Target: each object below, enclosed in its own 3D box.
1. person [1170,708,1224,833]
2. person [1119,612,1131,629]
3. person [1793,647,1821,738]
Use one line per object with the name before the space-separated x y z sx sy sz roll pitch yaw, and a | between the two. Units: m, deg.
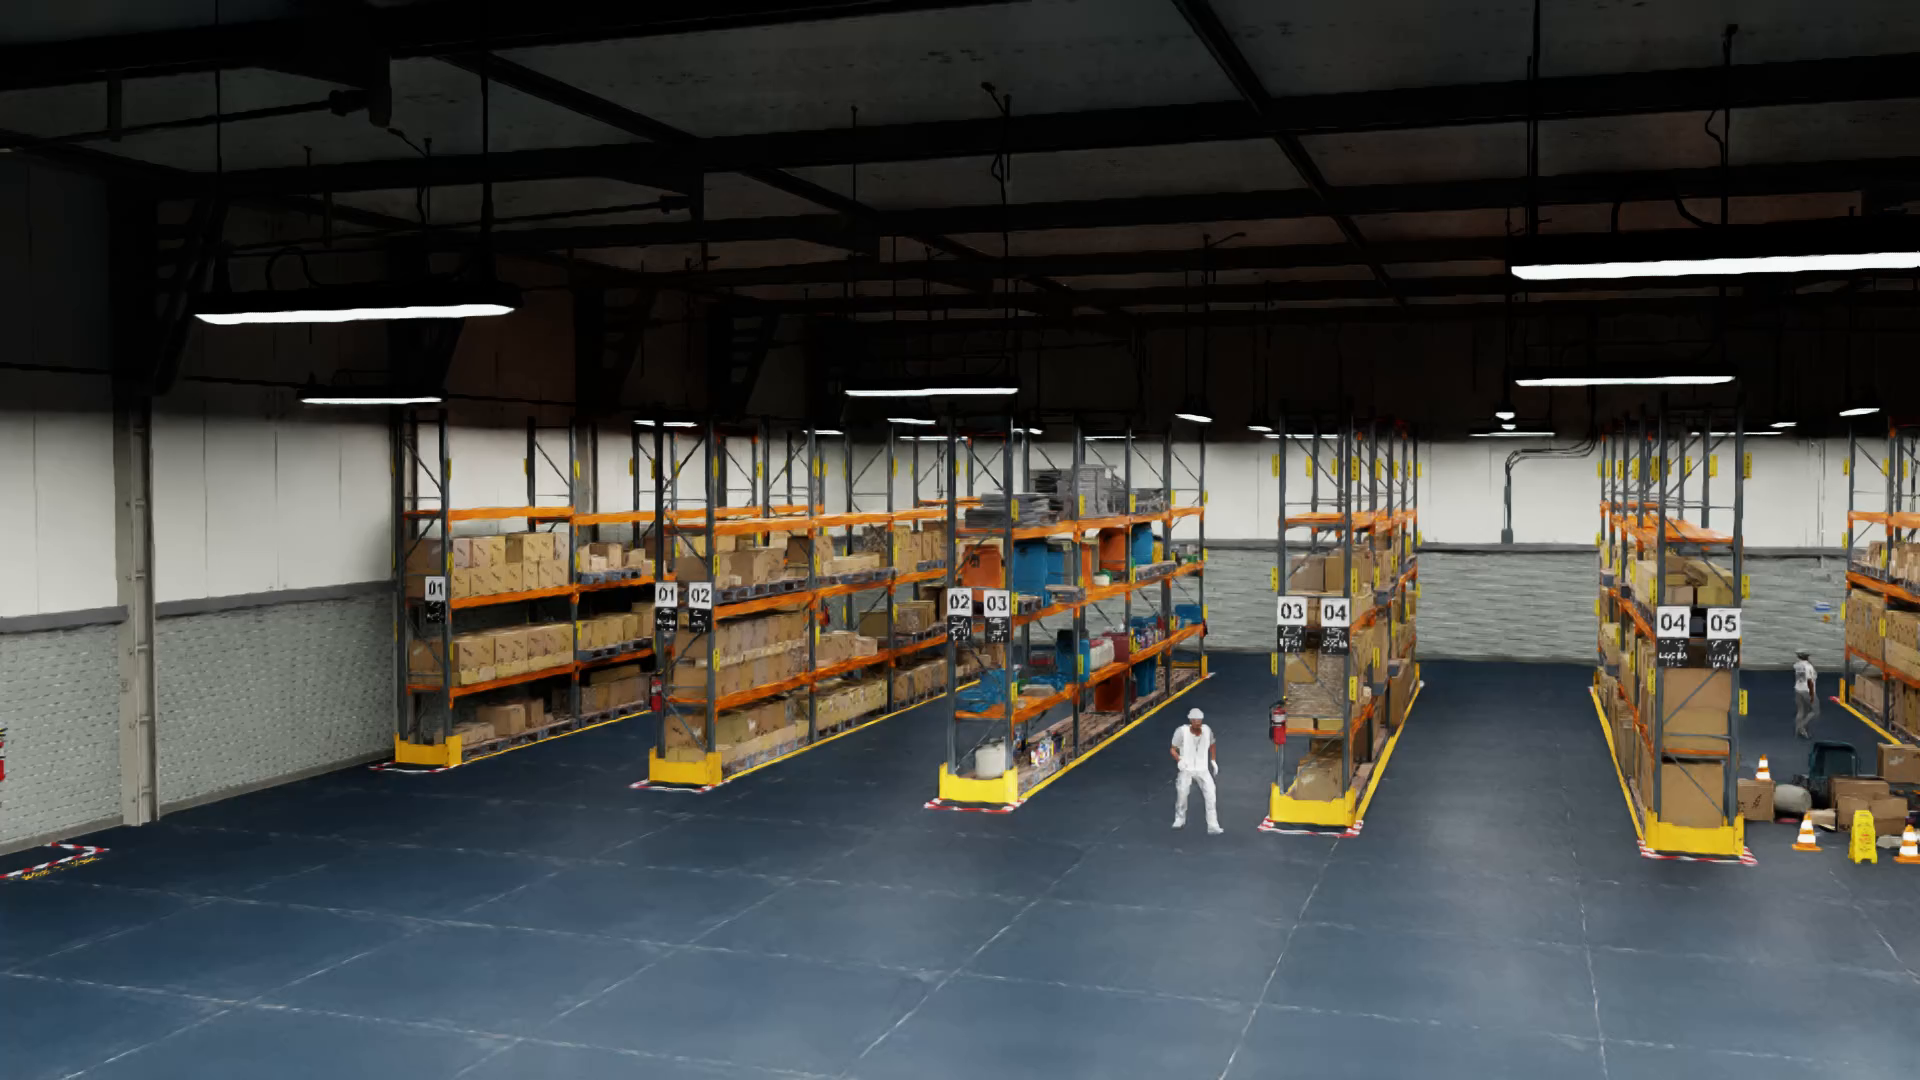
person | 3.236 3.149 22.917 0.704 1.716 0.810 0 2 0
person | 3.898 2.504 38.338 0.585 1.705 0.985 2 3 39
person | 15.657 2.843 30.839 0.423 1.673 0.508 0 2 -10
